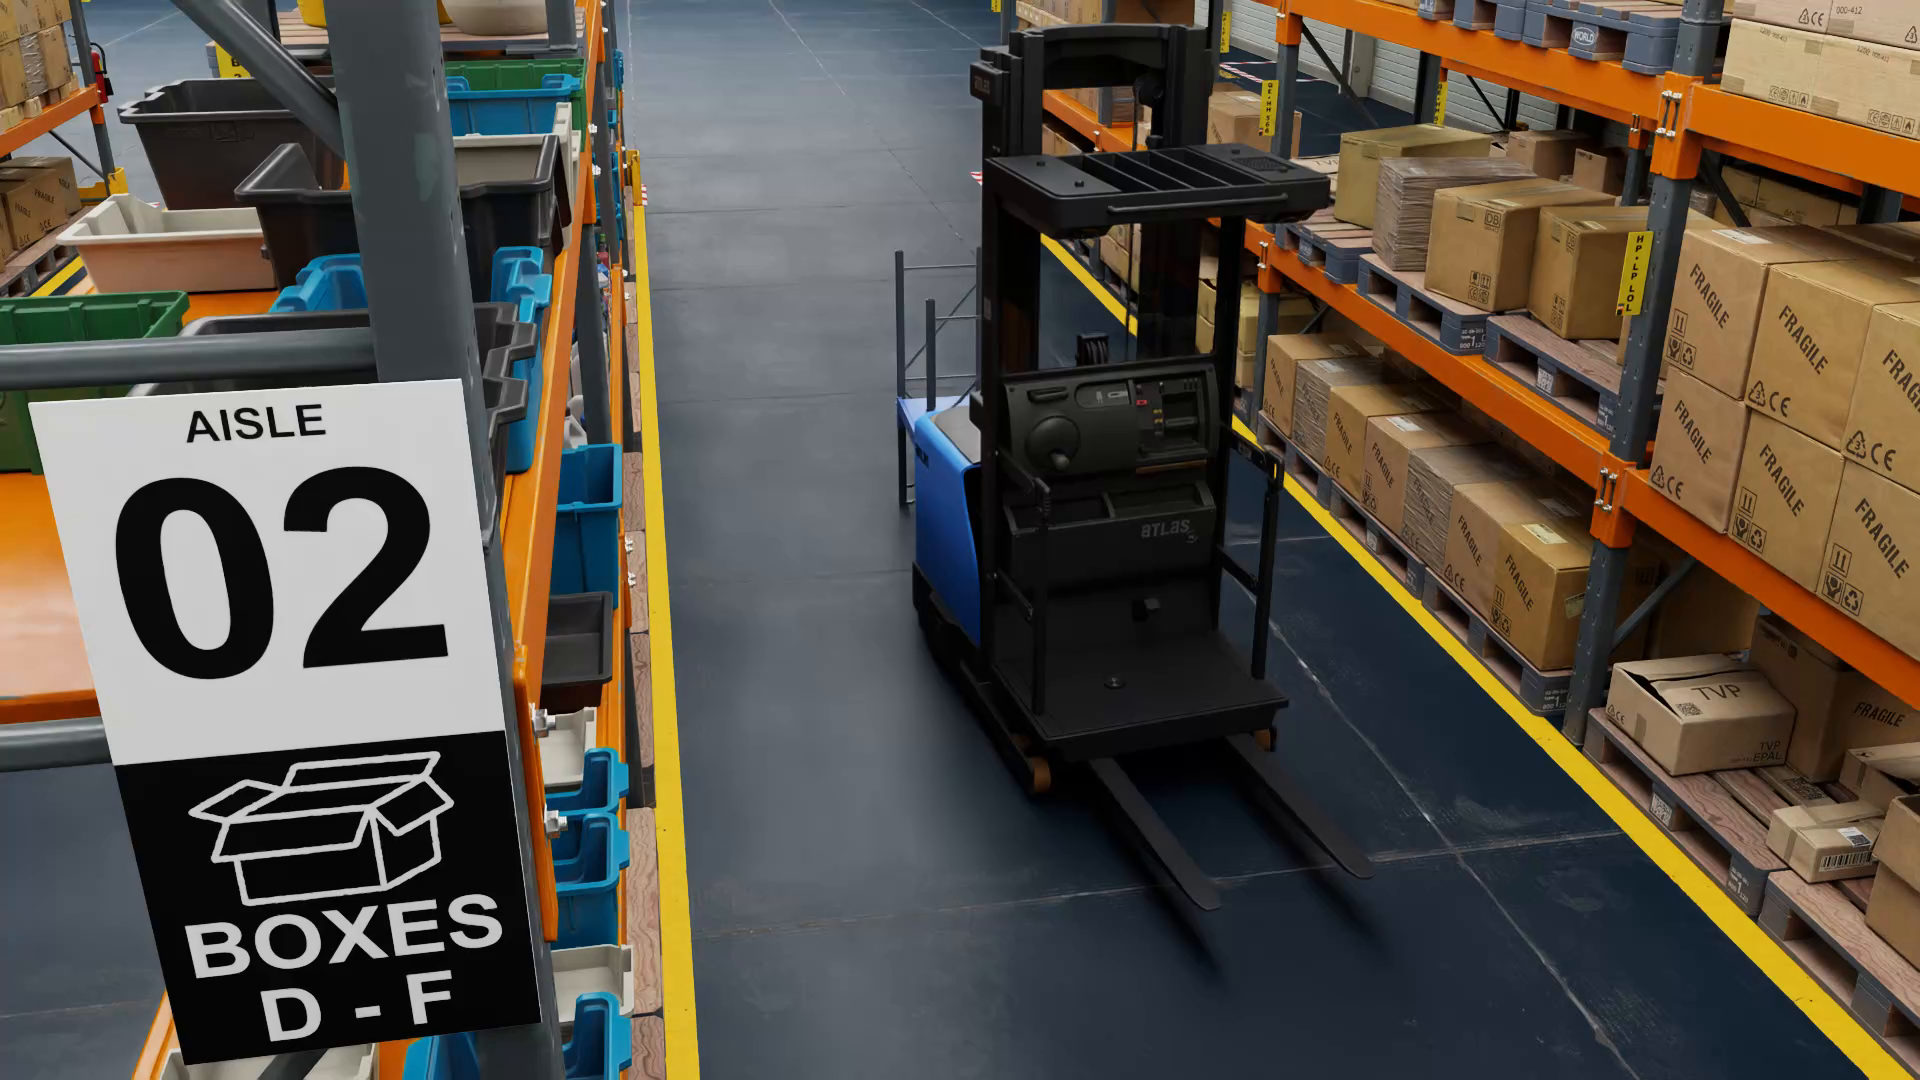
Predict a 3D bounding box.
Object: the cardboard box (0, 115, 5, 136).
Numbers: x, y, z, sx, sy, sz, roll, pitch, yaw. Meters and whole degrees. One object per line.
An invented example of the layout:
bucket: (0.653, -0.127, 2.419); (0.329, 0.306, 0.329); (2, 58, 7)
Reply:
cardboard box: (-7.987, -3.337, 13.457); (0.380, 0.149, 0.250); (-4, 24, -10)

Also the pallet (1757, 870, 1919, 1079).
pallet: (3.496, 1.493, 5.567); (1.003, 0.211, 1.213); (-4, 24, -10)

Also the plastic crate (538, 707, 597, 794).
plastic crate: (-1.110, 0.586, 4.416); (0.293, 0.136, 0.466); (-4, 24, -10)

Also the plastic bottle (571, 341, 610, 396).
plastic bottle: (-1.653, -0.779, 7.442); (0.152, 0.276, 0.135); (-4, 24, -10)

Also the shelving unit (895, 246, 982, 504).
shelving unit: (-0.016, -0.721, 9.027); (0.538, 1.500, 1.048); (-4, 24, -10)

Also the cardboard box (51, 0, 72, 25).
cardboard box: (-8.470, -4.966, 15.128); (0.500, 0.500, 0.500); (-4, 24, -10)

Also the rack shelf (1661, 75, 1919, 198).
rack shelf: (3.511, -0.794, 4.471); (1.077, 0.370, 4.000); (-4, 24, -10)

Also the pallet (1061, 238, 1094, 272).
pallet: (1.556, -2.720, 15.215); (1.003, 0.211, 1.213); (-4, 24, -10)

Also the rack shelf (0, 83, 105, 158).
rack shelf: (-8.444, -3.408, 14.203); (1.077, 0.370, 4.000); (-4, 24, -10)

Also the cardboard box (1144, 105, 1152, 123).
cardboard box: (1.796, -3.423, 13.528); (0.500, 0.250, 0.500); (-3, 24, -6)

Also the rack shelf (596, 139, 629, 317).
rack shelf: (-2.837, -2.201, 11.440); (1.077, 0.370, 4.000); (-4, 24, -10)

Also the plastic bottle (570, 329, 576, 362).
plastic bottle: (-1.825, -0.891, 7.703); (0.097, 0.271, 0.097); (0, 24, 0)

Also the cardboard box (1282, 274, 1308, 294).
cardboard box: (2.488, -1.732, 11.678); (0.500, 0.311, 0.500); (-5, 24, -11)

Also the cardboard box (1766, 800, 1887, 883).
cardboard box: (3.176, 1.082, 6.016); (0.380, 0.166, 0.250); (-4, 24, -10)

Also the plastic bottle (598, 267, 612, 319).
plastic bottle: (-1.855, -1.267, 8.563); (0.097, 0.271, 0.097); (0, 24, 0)

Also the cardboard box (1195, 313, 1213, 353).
cardboard box: (1.965, -1.433, 11.693); (0.500, 0.250, 0.500); (-5, 24, -10)

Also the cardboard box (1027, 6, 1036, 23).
cardboard box: (0.879, -5.227, 16.534); (0.380, 0.149, 0.250); (-4, 24, -10)

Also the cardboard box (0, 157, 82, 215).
cardboard box: (-8.715, -3.324, 15.712); (0.500, 0.500, 0.500); (0, 24, 0)

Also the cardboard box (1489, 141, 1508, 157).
cardboard box: (5.934, -4.090, 17.677); (0.500, 0.311, 0.500); (-2, 24, -5)

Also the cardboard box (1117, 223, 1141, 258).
cardboard box: (1.581, -2.493, 13.421); (0.500, 0.311, 0.500); (-5, 24, -10)

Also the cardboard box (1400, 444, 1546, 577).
cardboard box: (2.592, -0.157, 8.435); (0.500, 0.500, 0.500); (-4, 24, -9)

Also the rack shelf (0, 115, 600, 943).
rack shelf: (-1.358, -0.429, 3.635); (1.077, 0.370, 4.000); (-4, 24, -10)

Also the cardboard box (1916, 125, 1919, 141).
cardboard box: (3.167, -1.238, 4.777); (0.500, 0.250, 0.500); (-4, 24, -10)

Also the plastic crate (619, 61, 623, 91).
plastic crate: (-3.446, -4.392, 15.744); (0.499, 0.251, 0.408); (-4, 24, -10)

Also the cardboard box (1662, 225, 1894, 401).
cardboard box: (2.951, -0.834, 6.037); (0.500, 0.500, 0.500); (-4, 24, -8)

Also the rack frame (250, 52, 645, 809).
rack frame: (-1.728, -0.171, 5.893); (1.000, 3.000, 0.127); (-4, 24, -10)

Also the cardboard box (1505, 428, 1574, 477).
cardboard box: (3.106, -0.537, 8.368); (0.500, 0.250, 0.500); (-4, 24, -10)

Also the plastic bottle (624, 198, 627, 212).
plastic bottle: (-3.157, -3.053, 15.346); (0.152, 0.276, 0.135); (-4, 24, -9)

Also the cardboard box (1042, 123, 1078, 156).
cardboard box: (1.077, -3.714, 15.980); (0.500, 0.500, 0.500); (-4, 24, -10)

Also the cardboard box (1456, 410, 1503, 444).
cardboard box: (3.003, -0.405, 9.003); (0.500, 0.500, 0.500); (-5, 24, -12)

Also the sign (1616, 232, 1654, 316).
sign: (2.596, -1.024, 6.400); (0.100, 0.325, 0.005); (-4, 24, -10)

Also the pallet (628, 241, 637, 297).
pallet: (-3.290, -2.307, 14.268); (1.003, 0.211, 1.213); (-4, 24, -10)

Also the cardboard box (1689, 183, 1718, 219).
cardboard box: (6.682, -2.818, 14.529); (0.700, 0.500, 0.500); (-3, 24, -8)

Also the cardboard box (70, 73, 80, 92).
cardboard box: (-8.559, -4.312, 15.689); (0.380, 0.149, 0.250); (-4, 24, -10)

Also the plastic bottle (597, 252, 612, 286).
plastic bottle: (-1.970, -1.479, 9.136); (0.097, 0.201, 0.097); (0, 24, 0)

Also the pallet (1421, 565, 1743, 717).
pallet: (2.953, 0.425, 8.013); (1.003, 0.211, 1.213); (-4, 24, -10)

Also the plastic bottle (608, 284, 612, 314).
plastic bottle: (-1.873, -1.273, 8.665); (0.097, 0.201, 0.097); (0, 24, 0)

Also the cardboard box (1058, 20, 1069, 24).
cardboard box: (1.115, -4.720, 15.375); (0.380, 0.149, 0.250); (-4, 24, -8)

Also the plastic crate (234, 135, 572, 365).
plastic crate: (-1.001, -0.565, 3.125); (0.504, 0.338, 0.767); (-4, 24, -10)

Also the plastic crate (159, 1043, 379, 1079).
plastic crate: (-1.356, 1.074, 3.298); (0.396, 0.136, 0.243); (-4, 24, -10)

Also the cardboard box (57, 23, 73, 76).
cardboard box: (-8.740, -4.488, 15.281); (0.875, 0.500, 0.500); (-4, 24, -10)

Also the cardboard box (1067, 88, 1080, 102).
cardboard box: (1.380, -4.307, 15.239); (0.700, 0.500, 0.500); (-4, 24, -9)

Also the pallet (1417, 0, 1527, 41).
pallet: (2.894, -2.494, 7.699); (1.213, 0.211, 1.003); (-4, 24, -10)

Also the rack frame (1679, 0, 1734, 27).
rack frame: (3.141, -3.285, 5.528); (1.000, 3.000, 0.127); (-4, 24, -10)

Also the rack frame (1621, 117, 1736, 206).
rack frame: (6.529, -4.050, 14.776); (1.000, 3.000, 0.127); (-4, 24, -10)

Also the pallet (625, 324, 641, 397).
pallet: (-2.795, -1.252, 11.854); (1.003, 0.211, 1.213); (-4, 24, -10)

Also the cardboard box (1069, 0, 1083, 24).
cardboard box: (1.387, -4.892, 14.958); (0.700, 0.500, 0.500); (-4, 24, -10)

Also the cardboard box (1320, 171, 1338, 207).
cardboard box: (2.377, -2.214, 10.684); (0.500, 0.311, 0.500); (-3, 24, -6)

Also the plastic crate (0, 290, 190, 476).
plastic crate: (-1.451, -0.241, 2.572); (0.450, 0.188, 0.336); (-4, 24, -10)

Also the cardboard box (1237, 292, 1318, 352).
cardboard box: (2.062, -1.486, 11.115); (0.500, 0.311, 0.500); (-4, 24, -8)

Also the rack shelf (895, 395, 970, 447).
rack shelf: (-0.016, -0.556, 9.099); (0.538, 0.185, 1.000); (-4, 24, -10)

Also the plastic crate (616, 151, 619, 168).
plastic crate: (-2.608, -2.556, 11.619); (0.450, 0.188, 0.662); (-4, 24, -10)

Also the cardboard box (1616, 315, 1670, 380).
cardboard box: (3.273, -0.977, 7.089); (0.700, 0.500, 0.500); (-13, 27, -27)

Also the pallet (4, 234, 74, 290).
pallet: (-8.463, -2.415, 14.516); (1.003, 0.211, 1.213); (-4, 24, -10)

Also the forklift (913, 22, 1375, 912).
forklift: (0.703, -0.474, 6.672); (1.130, 2.935, 3.031); (-7, 25, -16)

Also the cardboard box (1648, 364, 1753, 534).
cardboard box: (2.967, -0.361, 6.203); (0.500, 0.500, 0.500); (-4, 24, -8)

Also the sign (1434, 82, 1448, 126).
sign: (2.933, -2.647, 10.216); (0.100, 0.325, 0.005); (-4, 24, -10)
